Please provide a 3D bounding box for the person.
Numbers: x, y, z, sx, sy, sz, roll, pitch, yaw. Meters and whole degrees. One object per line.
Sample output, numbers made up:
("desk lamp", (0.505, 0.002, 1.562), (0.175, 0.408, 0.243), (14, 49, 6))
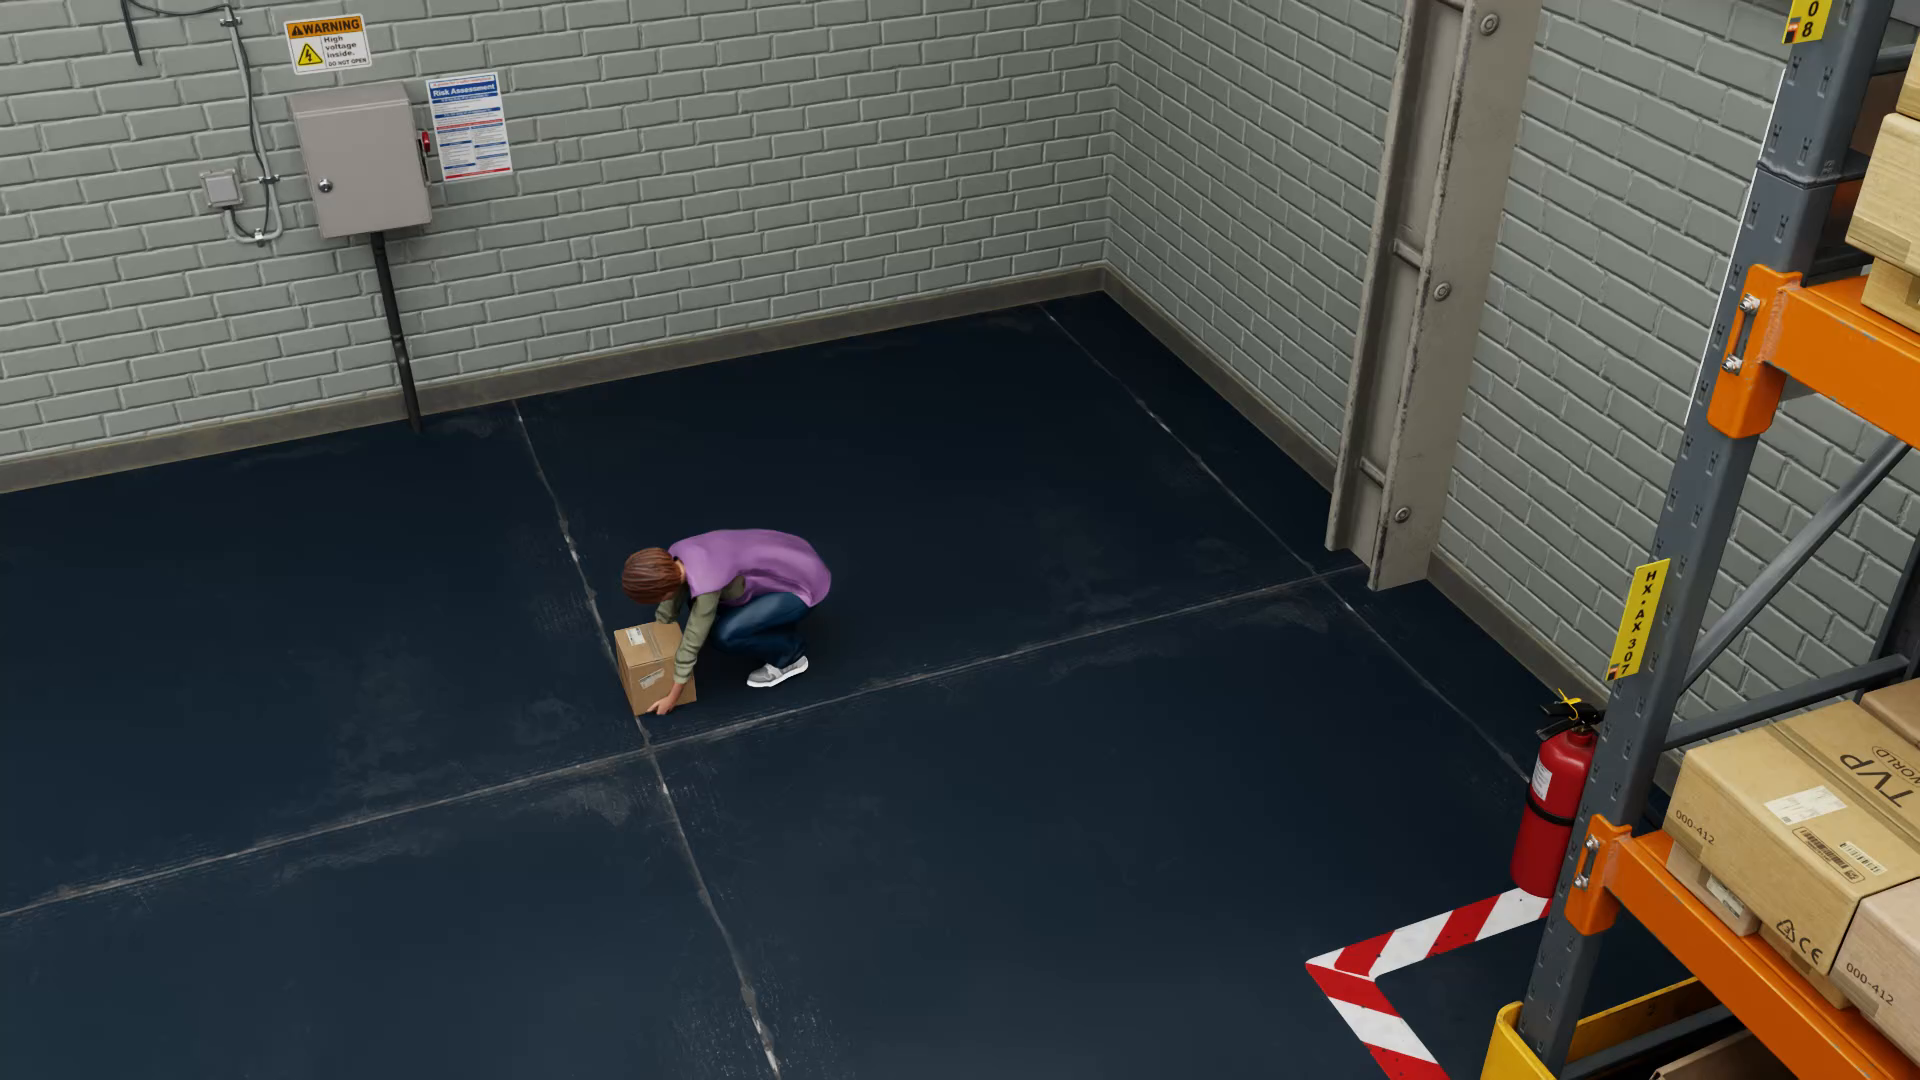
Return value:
("person", (-0.913, 0.276, 6.613), (0.835, 0.761, 0.432), (-14, 36, -19))
